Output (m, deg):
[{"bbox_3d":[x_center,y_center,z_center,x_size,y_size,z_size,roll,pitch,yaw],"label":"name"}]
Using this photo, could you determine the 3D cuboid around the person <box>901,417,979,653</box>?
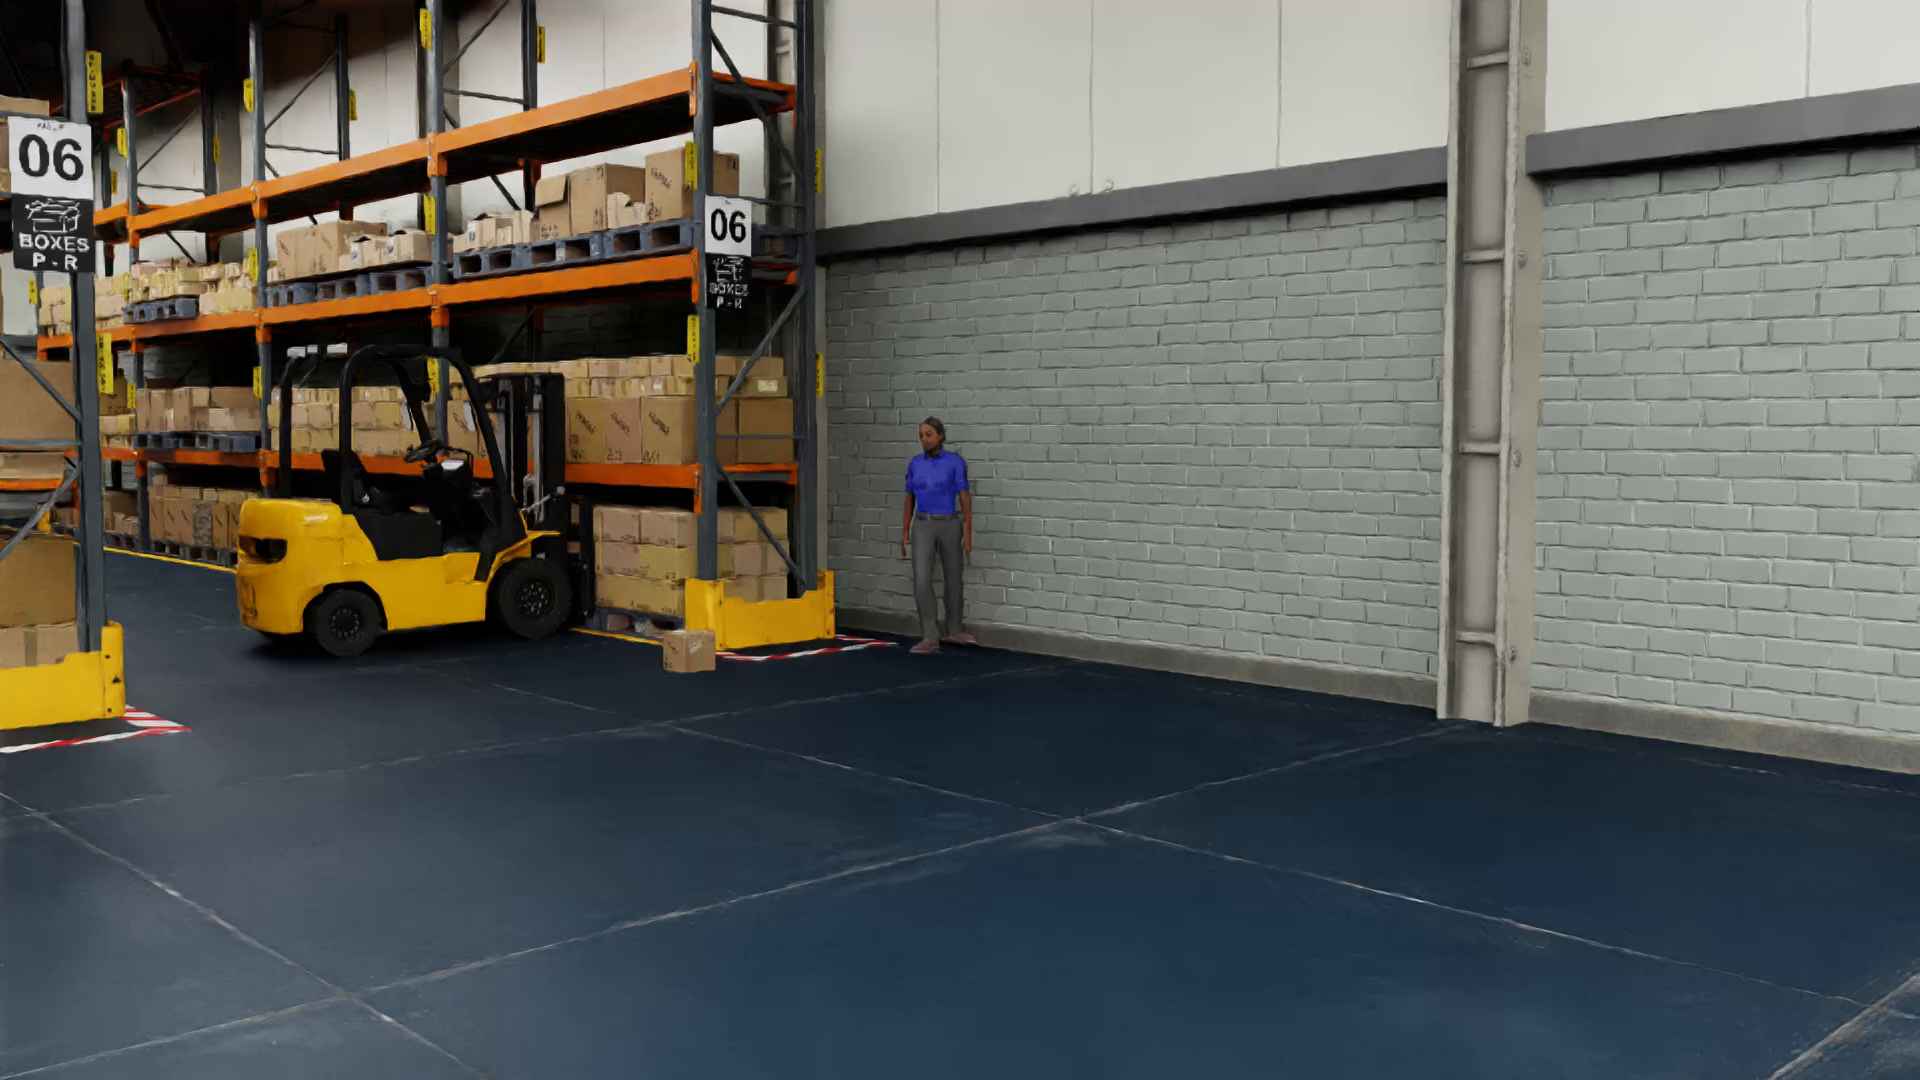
[{"bbox_3d":[-0.156,-0.046,11.783,0.544,1.647,0.597,1,4,11],"label":"person"}]
